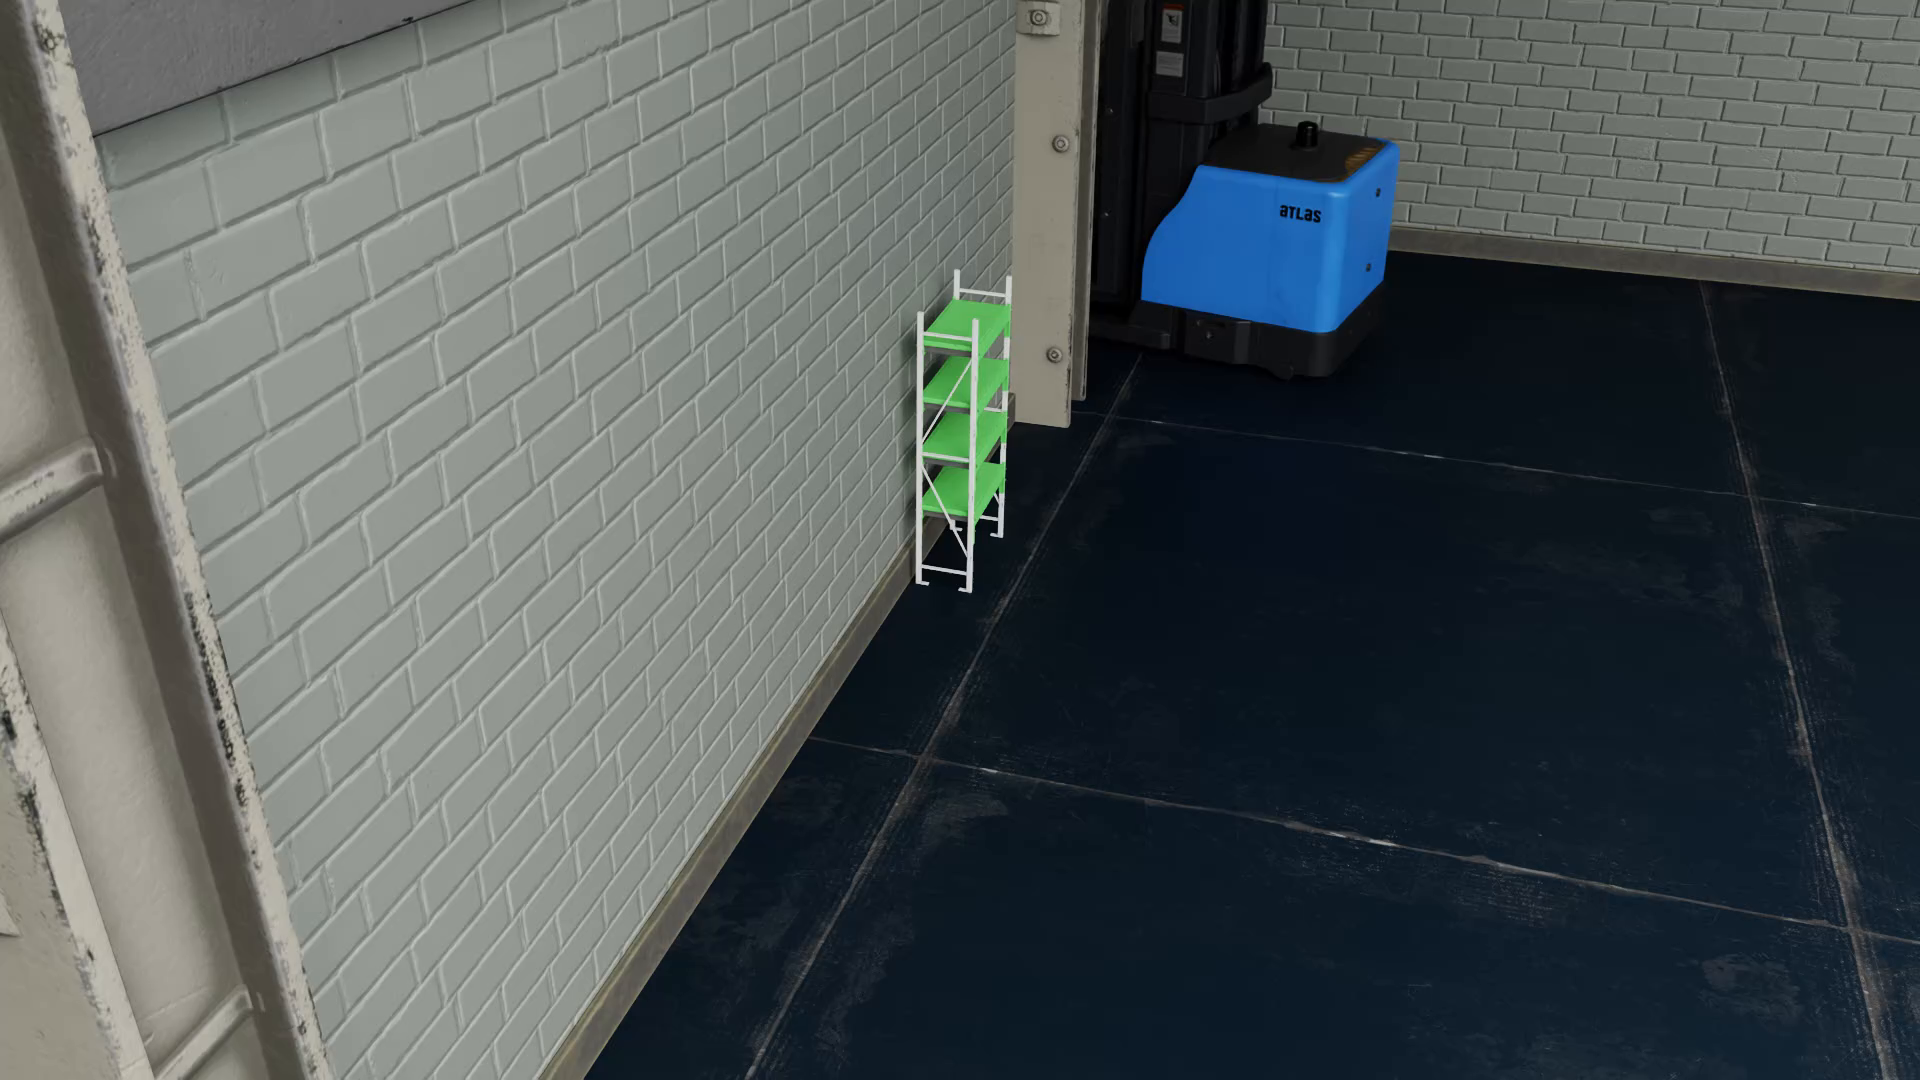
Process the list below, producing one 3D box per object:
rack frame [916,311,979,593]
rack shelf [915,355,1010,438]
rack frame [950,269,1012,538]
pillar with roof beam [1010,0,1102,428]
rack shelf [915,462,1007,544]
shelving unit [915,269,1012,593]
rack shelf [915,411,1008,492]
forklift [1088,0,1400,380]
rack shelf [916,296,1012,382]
[{"bbox_3d":[-0.057,-0.327,6.599,0.240,1.200,0.015,9,30,14],"label":"rack frame"},{"bbox_3d":[0.016,-0.594,6.717,0.258,0.148,0.480,9,30,14],"label":"rack shelf"},{"bbox_3d":[0.082,-0.555,7.008,0.240,1.200,0.015,9,30,14],"label":"rack frame"},{"bbox_3d":[4.560,-3.988,5.162,9.100,9.000,0.400,8,30,15],"label":"pillar with roof beam"},{"bbox_3d":[0.007,-0.176,6.952,0.258,0.148,0.480,9,30,14],"label":"rack shelf"},{"bbox_3d":[0.013,-0.441,6.803,0.258,1.200,0.503,9,30,14],"label":"shelving unit"},{"bbox_3d":[0.011,-0.385,6.835,0.258,0.148,0.480,9,30,14],"label":"rack shelf"},{"bbox_3d":[0.824,-2.623,8.950,3.031,2.935,1.130,15,32,25],"label":"forklift"},{"bbox_3d":[0.020,-0.803,6.599,0.258,0.148,0.480,9,30,14],"label":"rack shelf"}]
